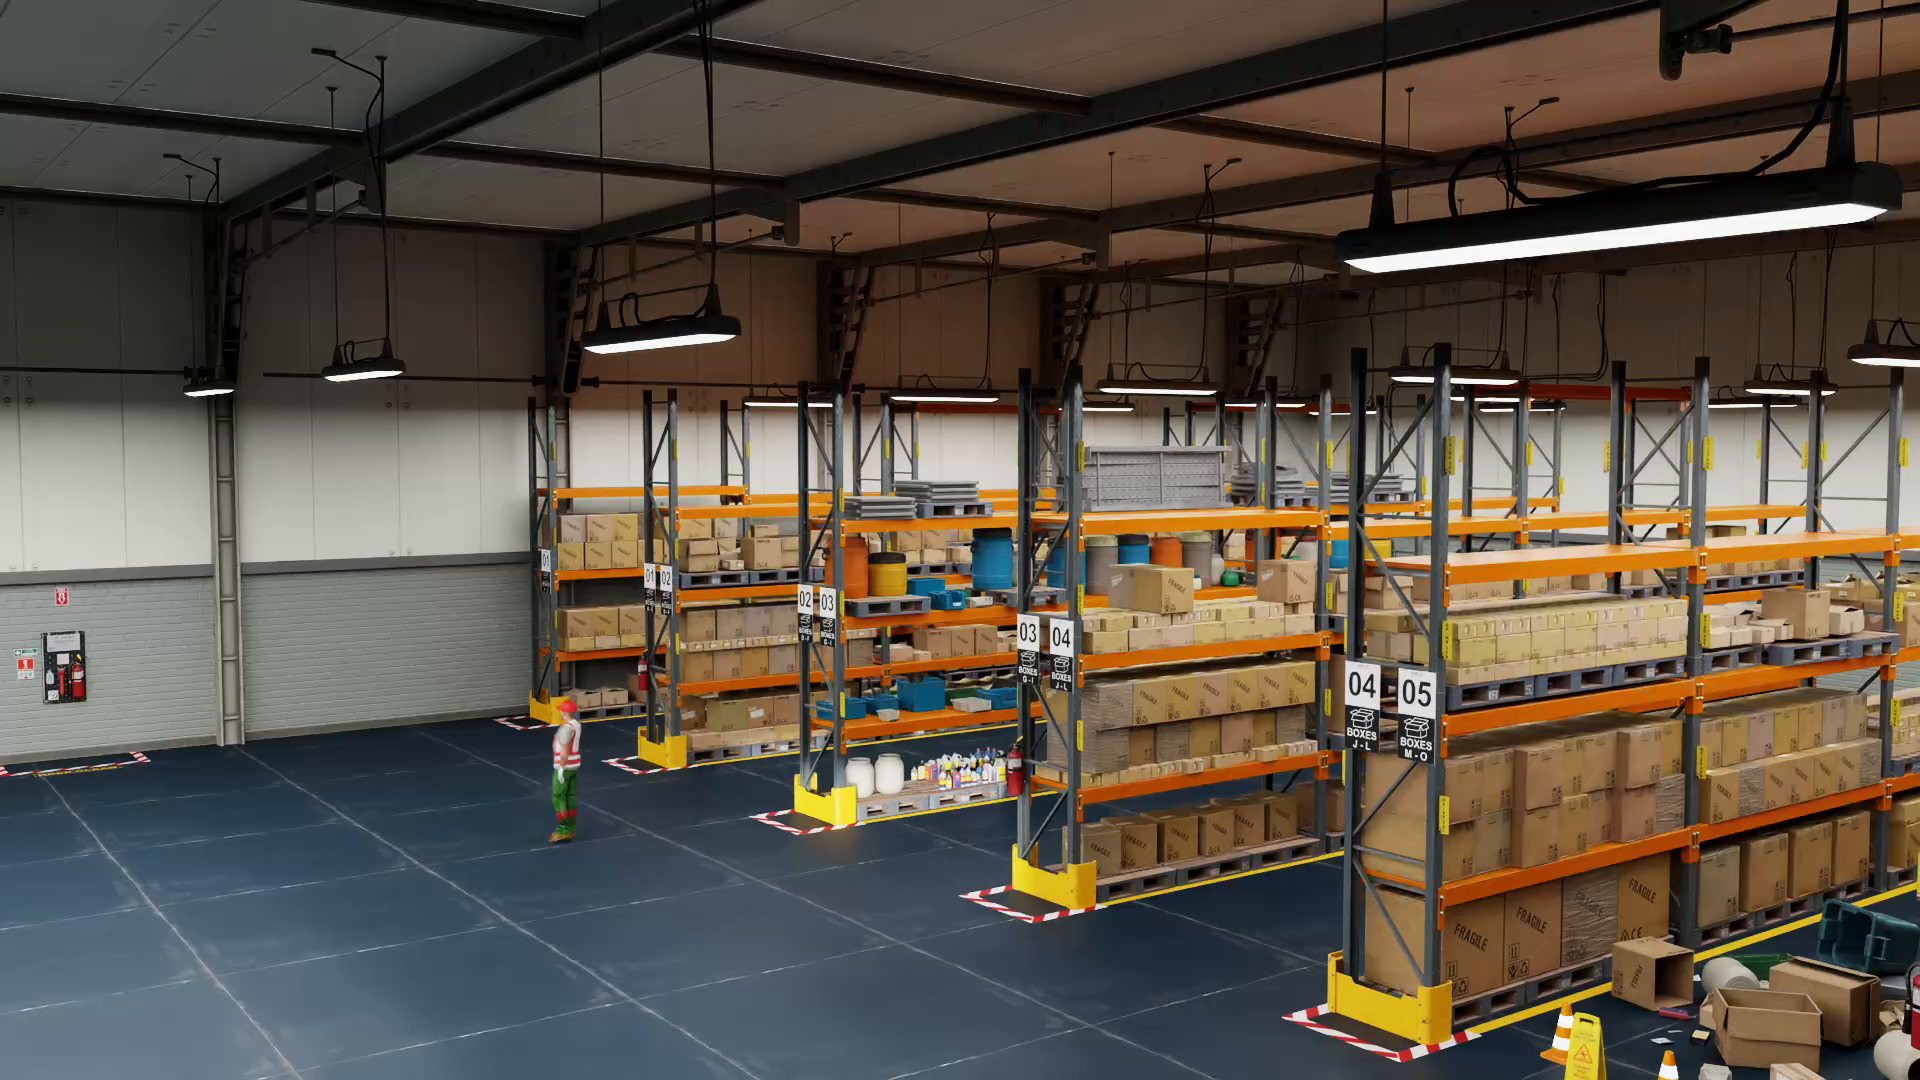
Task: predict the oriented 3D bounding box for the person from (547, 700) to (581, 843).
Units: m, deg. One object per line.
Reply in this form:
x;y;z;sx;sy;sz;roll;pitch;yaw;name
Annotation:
-5.154;3.002;21.663;0.368;1.832;0.600;0;3;6;person

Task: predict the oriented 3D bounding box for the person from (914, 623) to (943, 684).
-0.598;2.367;32.271;0.778;1.756;0.592;0;3;-1;person
